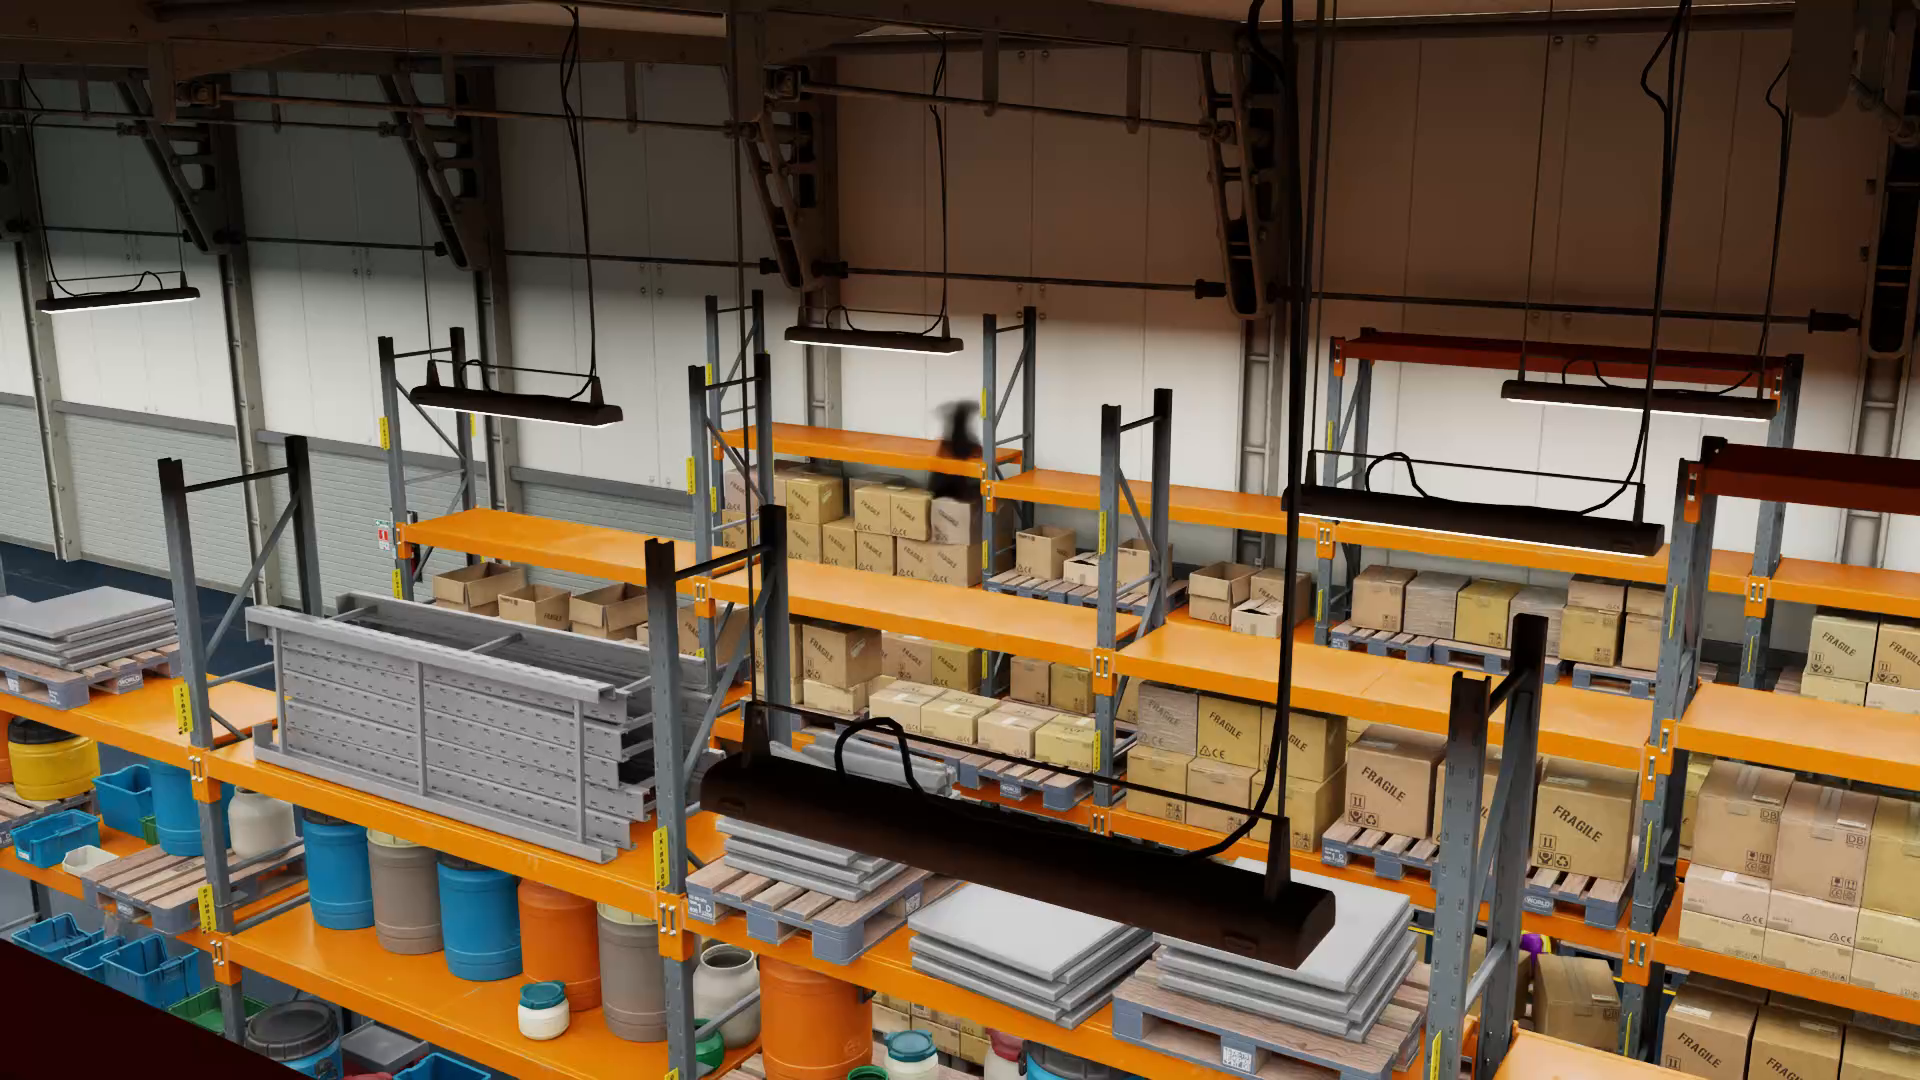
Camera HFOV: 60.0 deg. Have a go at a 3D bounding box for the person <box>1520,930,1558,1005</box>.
[{"bbox_3d":[4.968,3.818,14.300,0.700,1.694,0.694,5,15,18],"label":"person"}]

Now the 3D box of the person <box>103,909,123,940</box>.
[{"bbox_3d":[-8.387,3.189,16.555,0.681,1.710,1.049,12,18,39],"label":"person"}]

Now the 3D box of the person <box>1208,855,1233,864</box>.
[{"bbox_3d":[2.387,3.586,15.159,0.633,1.728,0.652,10,17,34],"label":"person"}]
